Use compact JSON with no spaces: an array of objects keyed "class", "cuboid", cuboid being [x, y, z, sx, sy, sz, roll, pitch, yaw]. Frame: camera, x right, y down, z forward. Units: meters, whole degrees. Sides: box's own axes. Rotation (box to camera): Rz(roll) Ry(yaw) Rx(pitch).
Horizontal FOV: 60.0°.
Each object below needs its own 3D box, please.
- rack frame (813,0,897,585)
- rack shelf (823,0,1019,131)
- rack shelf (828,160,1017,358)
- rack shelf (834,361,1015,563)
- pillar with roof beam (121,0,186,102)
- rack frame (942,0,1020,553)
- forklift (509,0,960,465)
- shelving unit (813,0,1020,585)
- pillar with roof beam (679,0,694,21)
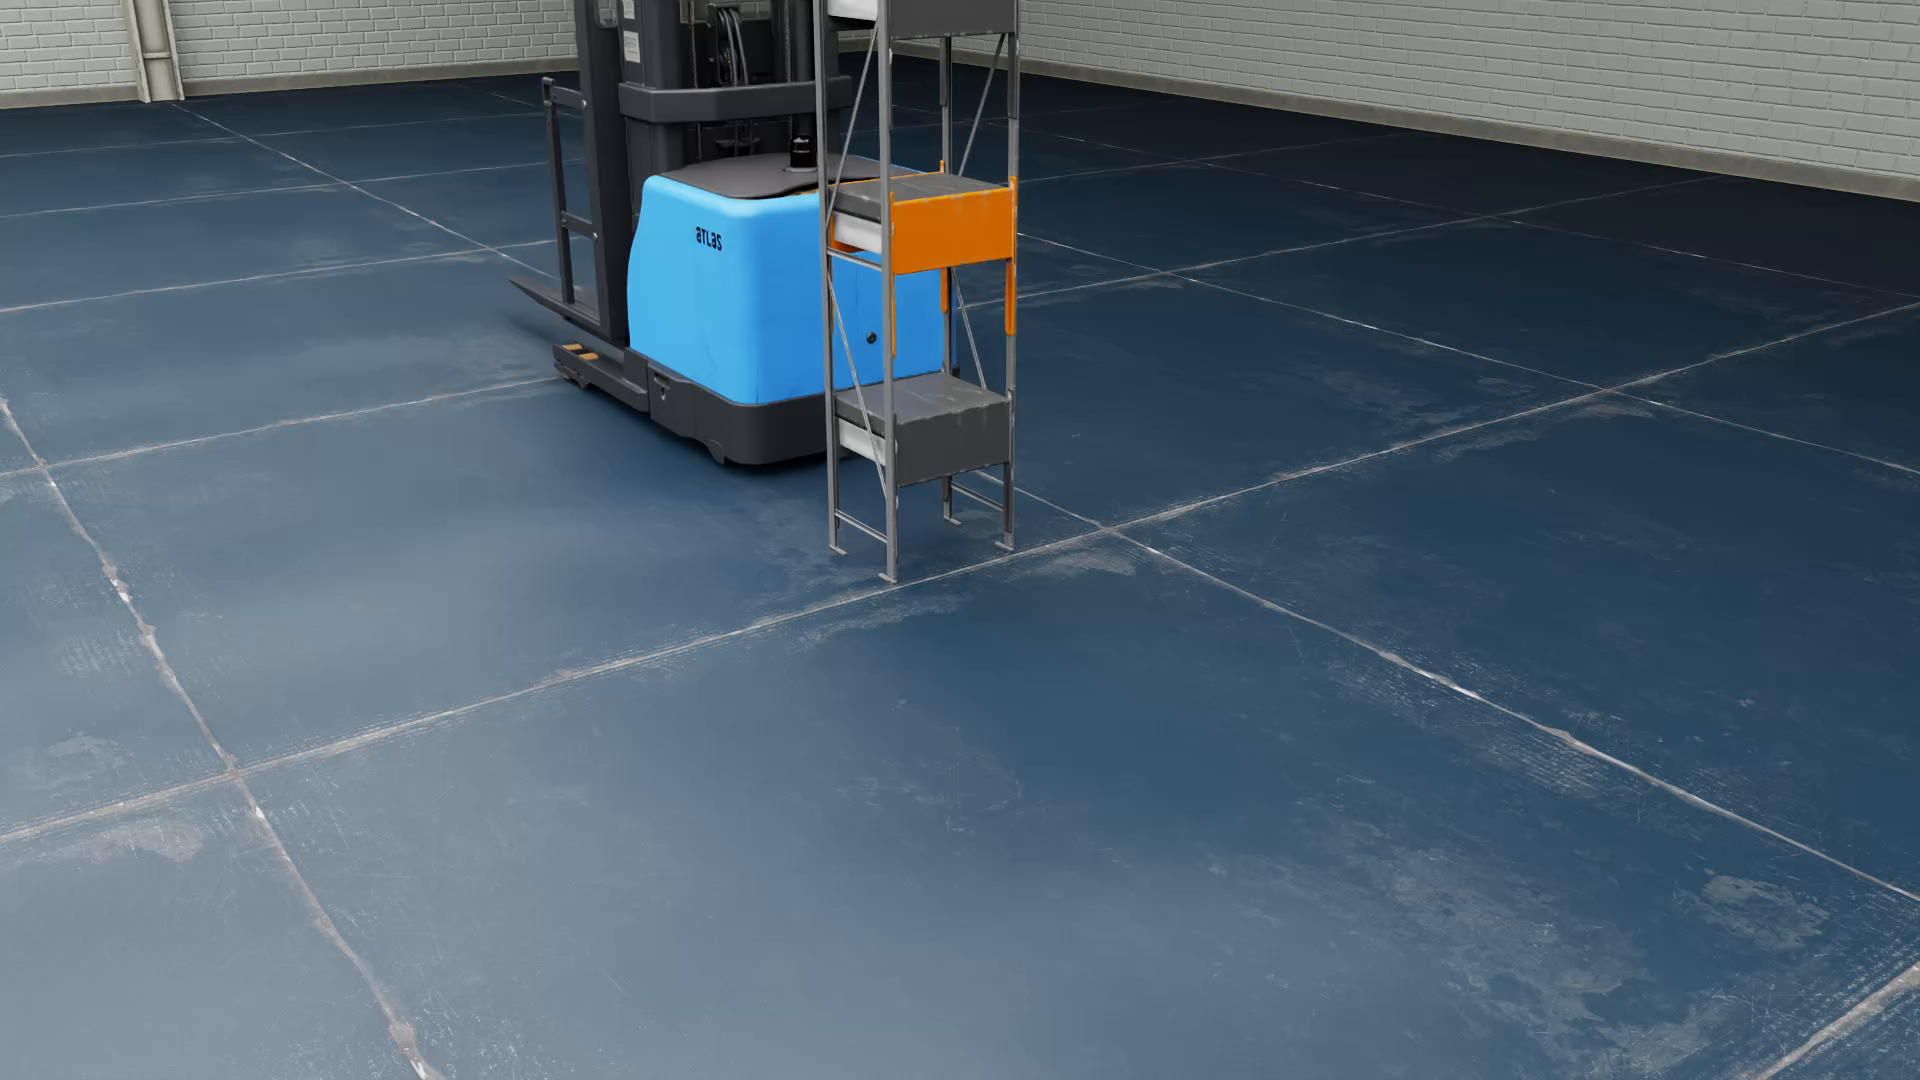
[{"class":"rack frame","cuboid":[-0.332,-0.887,5.285,0.015,2.100,0.400,-15,26,-33]},{"class":"rack shelf","cuboid":[-0.134,-1.577,5.163,0.480,0.518,0.431,-15,26,-33]},{"class":"rack shelf","cuboid":[-0.134,-0.927,5.422,0.480,0.518,0.431,-15,26,-33]},{"class":"rack shelf","cuboid":[-0.134,-0.277,5.682,0.480,0.518,0.431,-15,26,-33]},{"class":"pillar with roof beam","cuboid":[-5.902,-7.531,12.626,0.400,9.000,9.100,-15,26,-33]},{"class":"rack frame","cuboid":[0.064,-0.992,5.550,0.015,2.100,0.400,-15,26,-33]},{"class":"forklift","cuboid":[-1.245,-2.143,7.311,1.130,2.935,3.031,-14,26,-32]},{"class":"shelving unit","cuboid":[-0.134,-0.939,5.417,0.503,2.100,0.431,-15,26,-33]},{"class":"pillar with roof beam","cuboid":[-1.031,-8.829,15.881,0.400,9.000,9.100,-15,26,-33]}]
